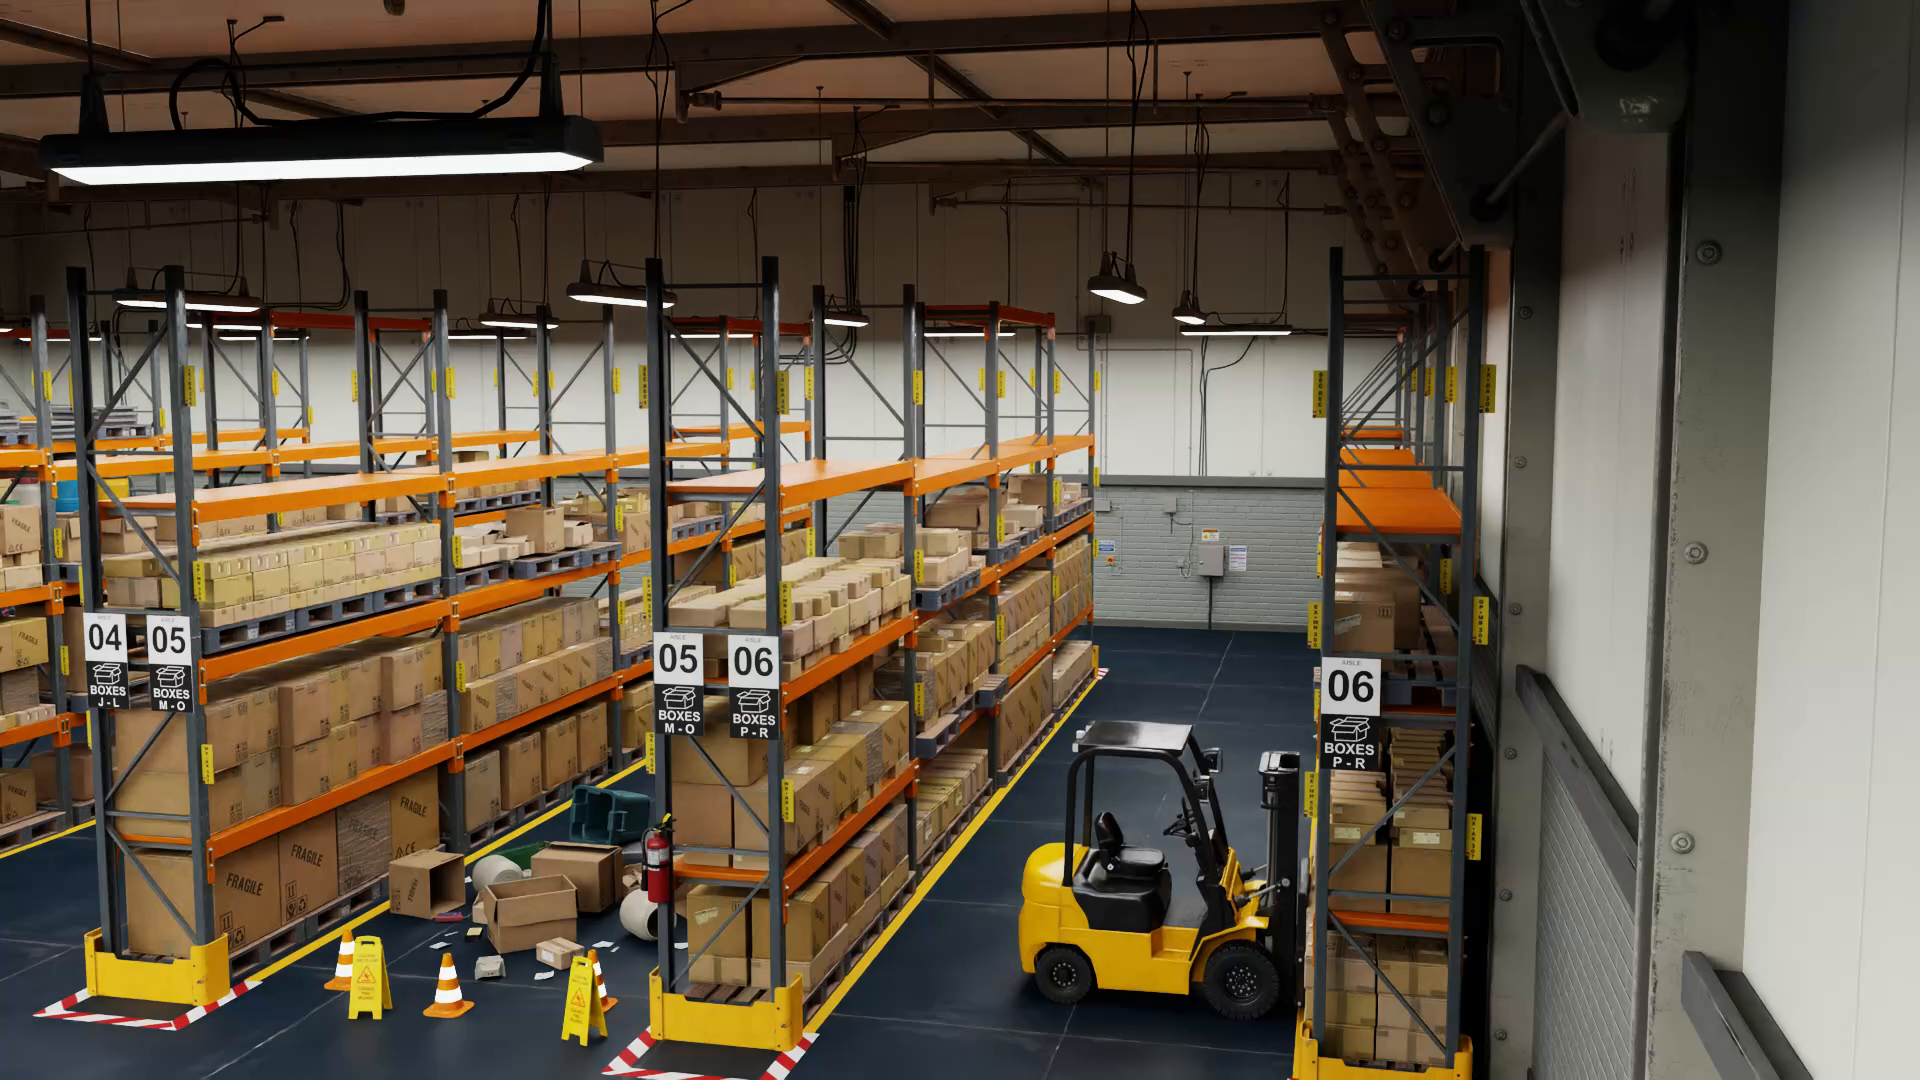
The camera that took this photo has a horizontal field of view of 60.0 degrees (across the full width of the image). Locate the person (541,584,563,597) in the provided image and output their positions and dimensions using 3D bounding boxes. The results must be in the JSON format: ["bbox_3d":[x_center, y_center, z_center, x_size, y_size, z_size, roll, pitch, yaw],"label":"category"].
[{"bbox_3d":[-7.998,1.077,32.379,0.483,1.609,0.807,-4,7,-37],"label":"person"}]
